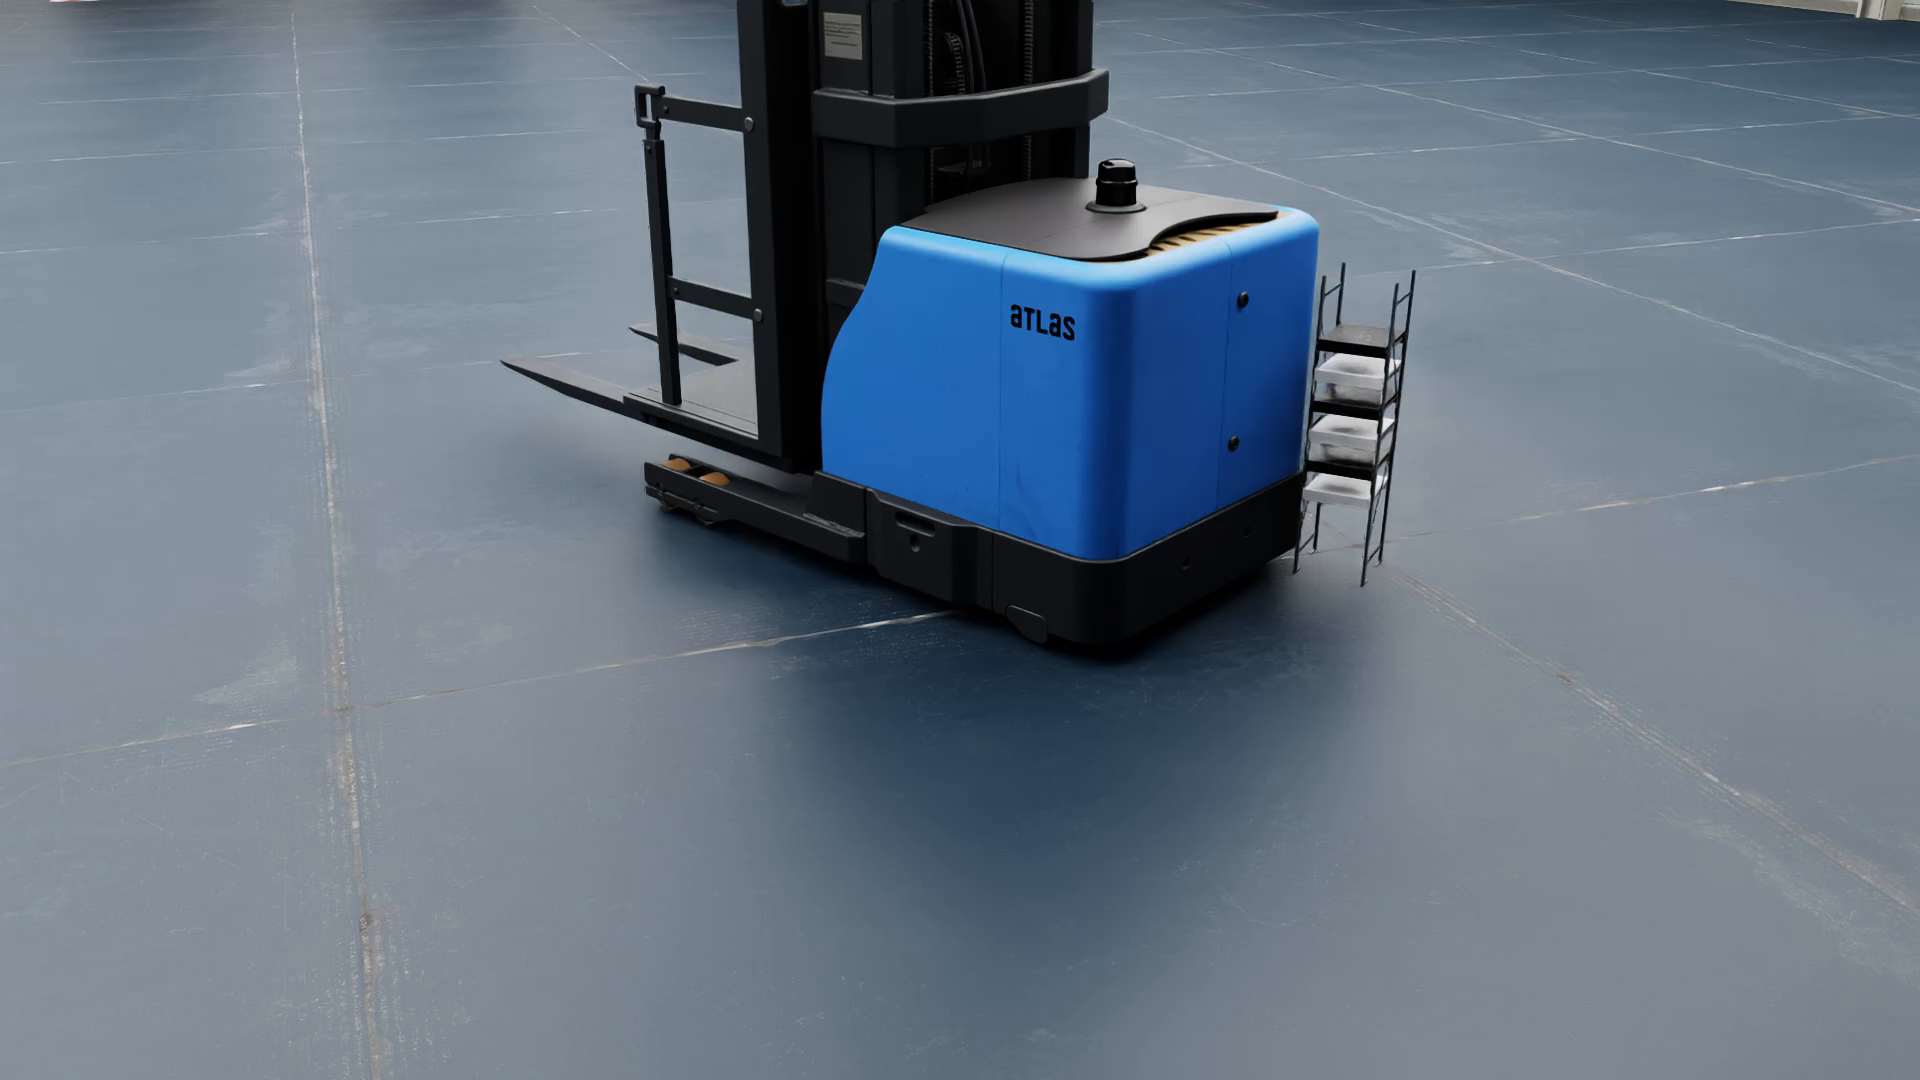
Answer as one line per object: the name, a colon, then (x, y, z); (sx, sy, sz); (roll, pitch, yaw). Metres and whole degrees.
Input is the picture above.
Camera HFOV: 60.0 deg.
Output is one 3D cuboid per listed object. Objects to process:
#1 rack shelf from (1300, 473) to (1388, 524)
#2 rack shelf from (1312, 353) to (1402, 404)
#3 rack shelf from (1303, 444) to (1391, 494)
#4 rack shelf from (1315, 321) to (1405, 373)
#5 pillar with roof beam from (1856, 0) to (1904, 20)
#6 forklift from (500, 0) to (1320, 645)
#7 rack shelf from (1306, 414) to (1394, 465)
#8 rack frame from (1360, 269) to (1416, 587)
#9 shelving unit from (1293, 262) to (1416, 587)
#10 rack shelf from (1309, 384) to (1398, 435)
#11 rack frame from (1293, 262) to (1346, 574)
rack shelf: (1.149, -0.138, 4.951); (0.200, 0.077, 0.258); (11, 23, 24)
rack shelf: (1.156, -0.475, 4.825); (0.200, 0.077, 0.258); (11, 23, 24)
rack shelf: (1.150, -0.222, 4.920); (0.200, 0.077, 0.258); (11, 23, 24)
rack shelf: (1.158, -0.559, 4.794); (0.200, 0.077, 0.258); (11, 23, 24)
pillar with roof beam: (7.308, -9.999, 17.388); (9.100, 9.000, 0.400); (-8, 24, -19)
forklift: (-0.401, -1.533, 5.114); (3.031, 2.935, 1.130); (19, 30, 38)
rack shelf: (1.152, -0.306, 4.888); (0.200, 0.077, 0.258); (11, 23, 24)
rack frame: (1.244, -0.320, 4.834); (0.006, 0.900, 0.240); (11, 23, 24)
shelving unit: (1.153, -0.338, 4.876); (0.210, 0.900, 0.258); (11, 23, 24)
rack shelf: (1.154, -0.391, 4.857); (0.200, 0.077, 0.258); (11, 23, 24)
rack frame: (1.062, -0.355, 4.918); (0.006, 0.900, 0.240); (11, 23, 24)
